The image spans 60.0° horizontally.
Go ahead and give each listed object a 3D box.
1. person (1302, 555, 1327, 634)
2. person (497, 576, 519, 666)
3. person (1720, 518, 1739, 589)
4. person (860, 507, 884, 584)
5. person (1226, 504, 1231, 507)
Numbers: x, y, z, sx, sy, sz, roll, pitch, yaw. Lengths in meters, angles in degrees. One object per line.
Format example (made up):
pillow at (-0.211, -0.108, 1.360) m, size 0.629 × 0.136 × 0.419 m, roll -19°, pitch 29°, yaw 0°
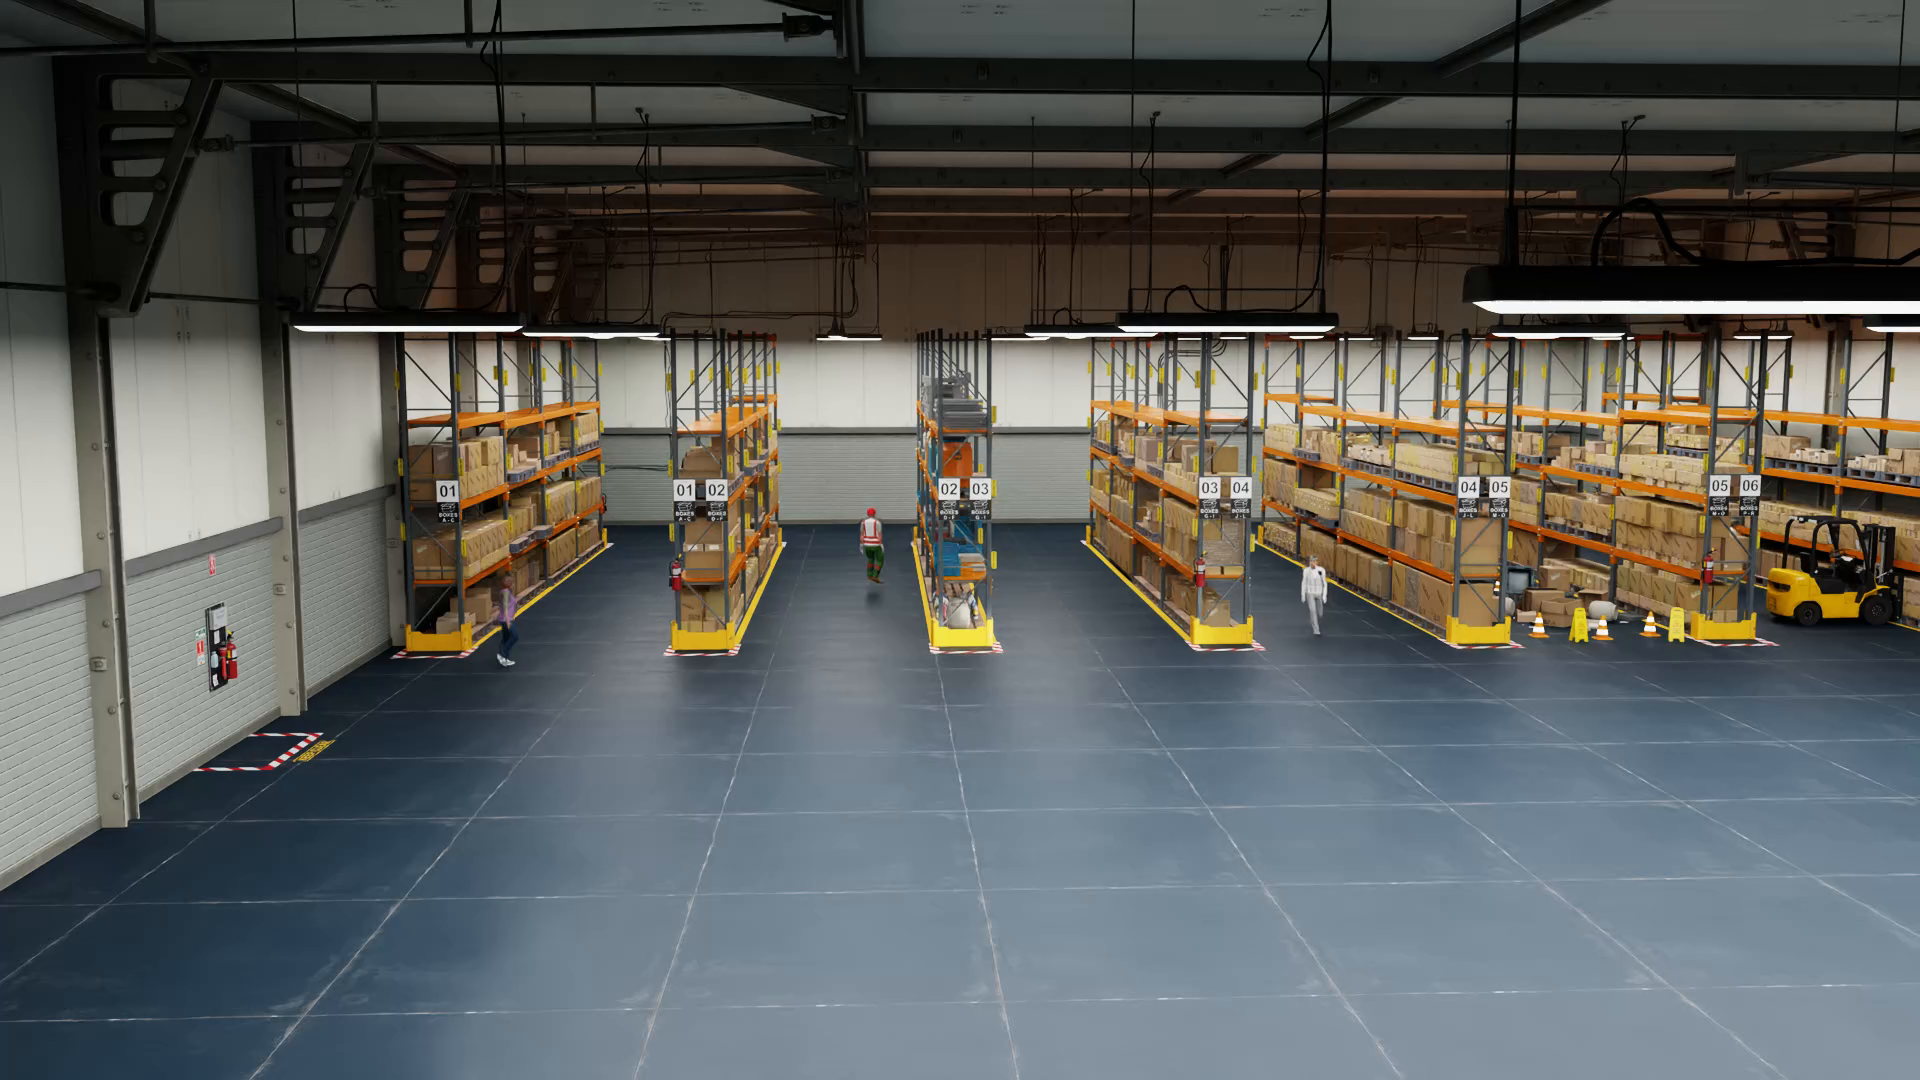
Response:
person at (7.053, 1.052, 33.066) m, size 0.474 × 1.542 × 0.964 m, roll 0°, pitch 7°, yaw 1°
person at (-8.043, 1.441, 29.535) m, size 0.390 × 1.595 × 0.447 m, roll -2°, pitch 7°, yaw -13°
person at (18.042, 0.330, 38.884) m, size 0.474 × 1.705 × 0.526 m, roll -2°, pitch 7°, yaw -19°
person at (-2.030, 0.120, 38.425) m, size 0.594 × 1.747 × 0.588 m, roll 2°, pitch 7°, yaw 20°
person at (7.895, -0.977, 49.291) m, size 0.606 × 1.766 × 0.552 m, roll -1°, pitch 7°, yaw -7°
